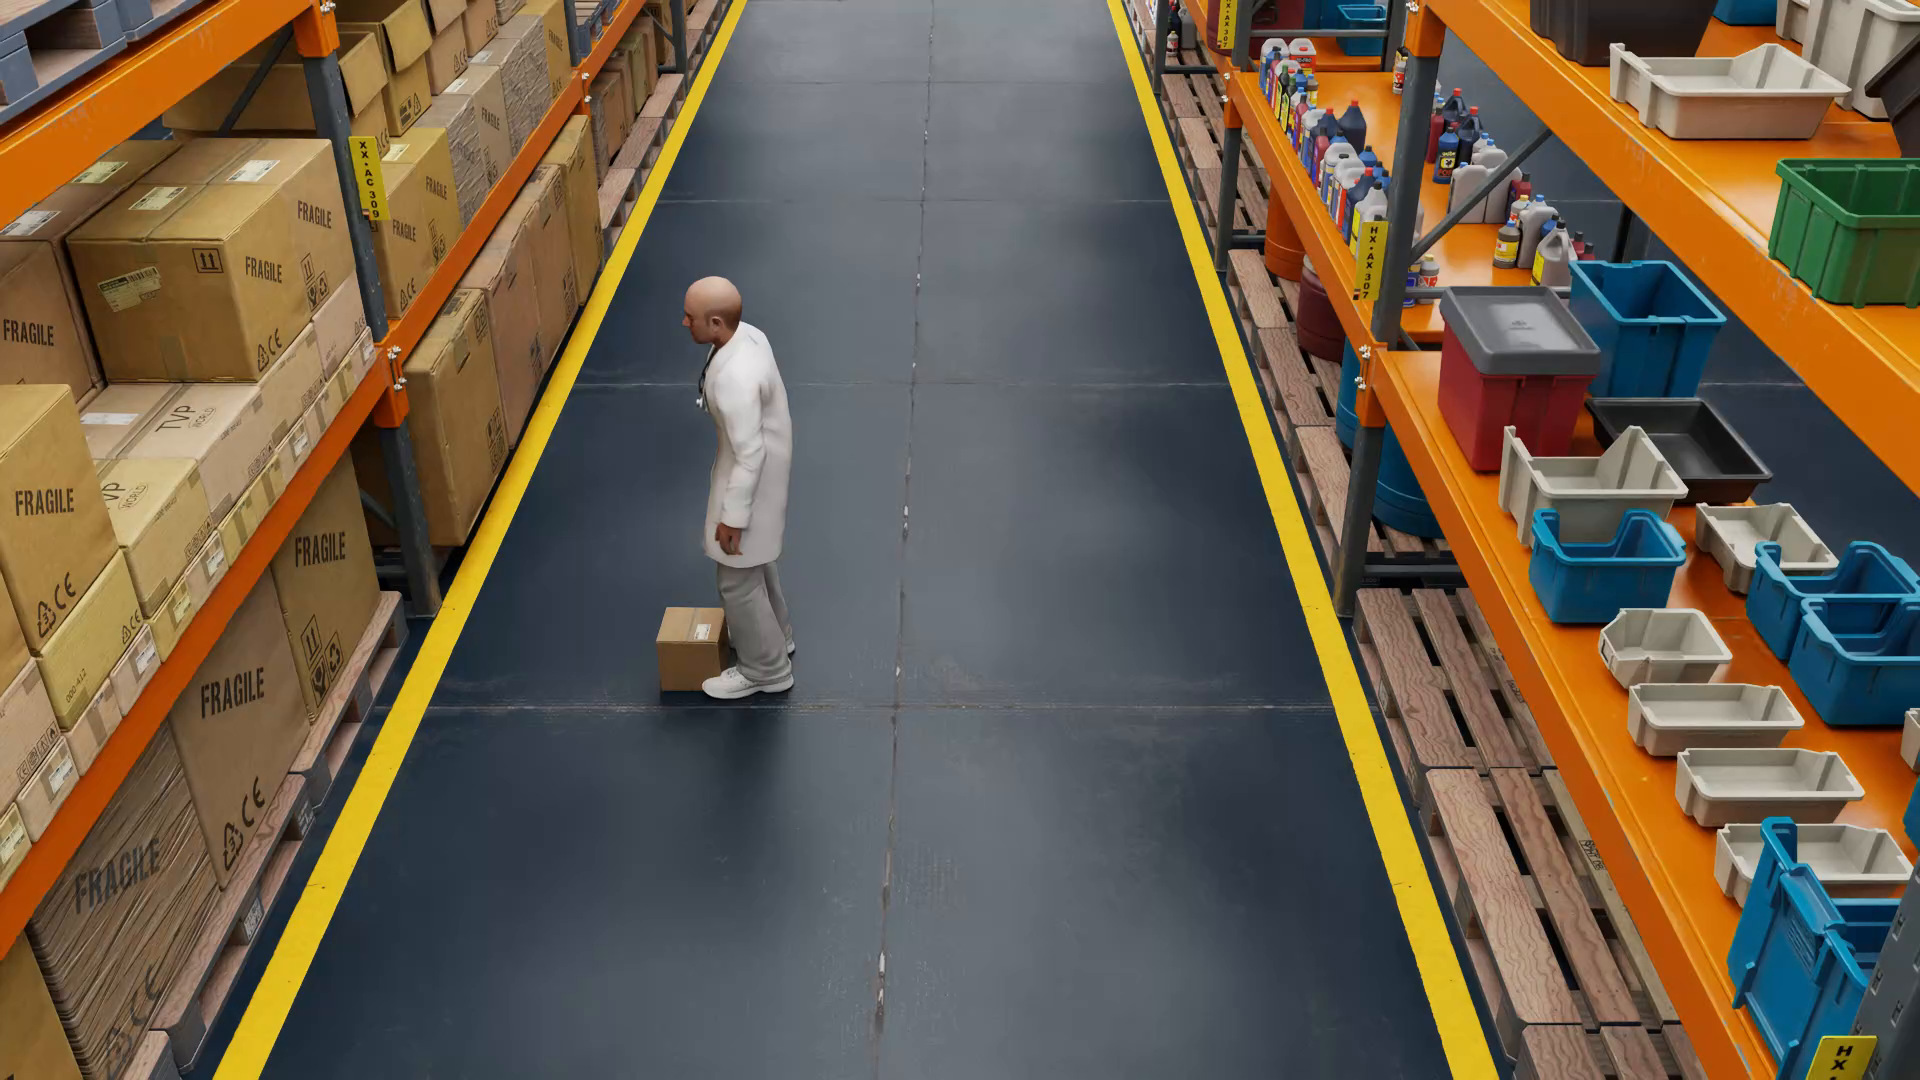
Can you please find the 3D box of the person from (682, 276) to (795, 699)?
[{"bbox_3d":[-0.852,-0.198,6.476,0.422,1.774,0.653,-2,31,-3],"label":"person"}]
